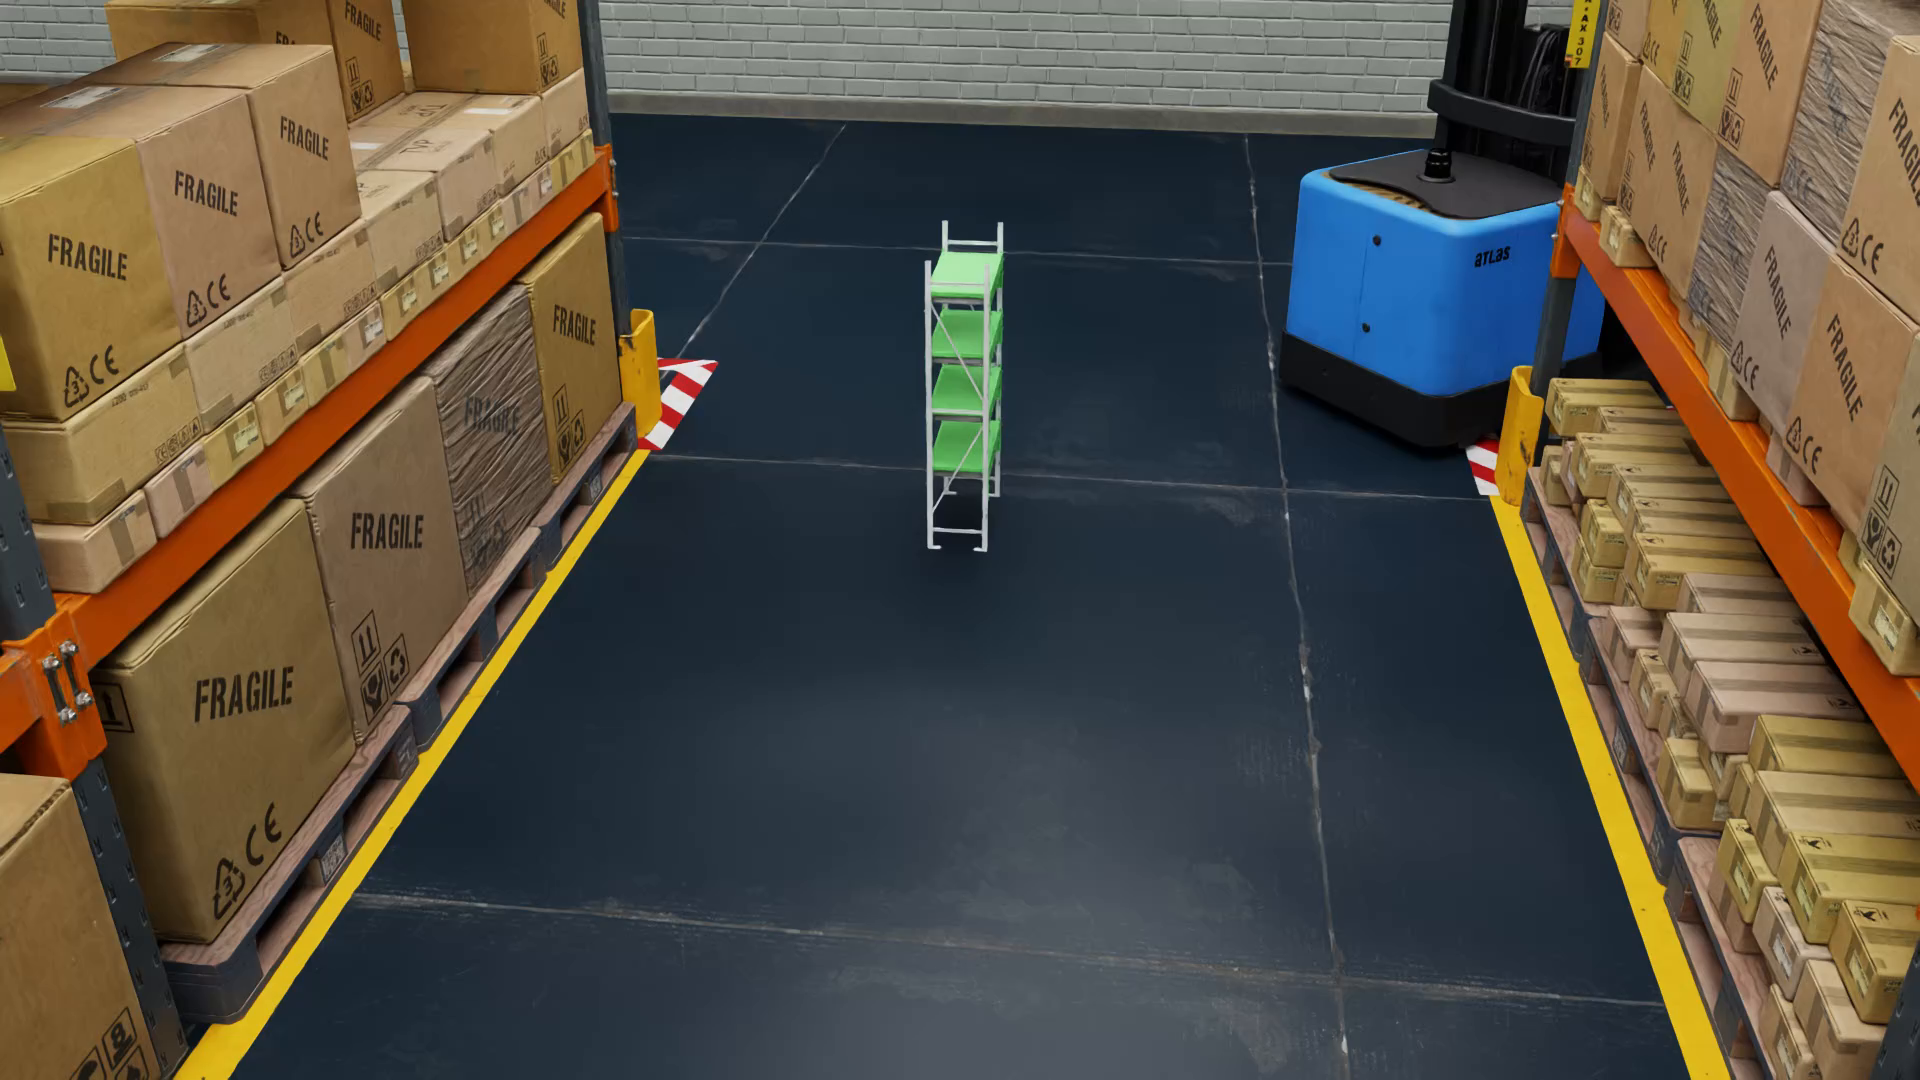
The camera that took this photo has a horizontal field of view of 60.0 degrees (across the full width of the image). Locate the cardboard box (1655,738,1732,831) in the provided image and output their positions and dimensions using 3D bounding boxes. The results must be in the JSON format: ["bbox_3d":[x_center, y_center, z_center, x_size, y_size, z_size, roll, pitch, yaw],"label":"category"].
[{"bbox_3d":[2.255,0.715,4.822,0.380,0.149,0.250,3,28,6],"label":"cardboard box"}]

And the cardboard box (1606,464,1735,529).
[{"bbox_3d":[2.487,-0.141,5.785,0.380,0.149,0.250,2,28,4],"label":"cardboard box"}]

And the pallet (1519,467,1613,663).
[{"bbox_3d":[2.765,0.098,6.346,1.003,0.211,1.213,3,28,6],"label":"pallet"}]

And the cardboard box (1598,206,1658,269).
[{"bbox_3d":[2.468,-1.056,5.813,0.380,0.149,0.250,3,28,5],"label":"cardboard box"}]

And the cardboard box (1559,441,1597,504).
[{"bbox_3d":[2.500,-0.249,6.300,0.380,0.149,0.250,3,28,6],"label":"cardboard box"}]

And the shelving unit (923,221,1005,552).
[{"bbox_3d":[0.020,-0.606,6.610,0.258,1.200,0.503,3,28,6],"label":"shelving unit"}]

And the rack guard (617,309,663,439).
[{"bbox_3d":[-1.998,-0.793,7.694,1.175,0.500,0.348,3,28,6],"label":"rack guard"}]

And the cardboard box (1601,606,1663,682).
[{"bbox_3d":[2.359,0.349,5.502,0.380,0.149,0.250,2,28,4],"label":"cardboard box"}]

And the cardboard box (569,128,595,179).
[{"bbox_3d":[-1.718,-1.584,6.793,0.380,0.149,0.250,4,29,7],"label":"cardboard box"}]

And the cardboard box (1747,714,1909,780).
[{"bbox_3d":[2.328,0.605,4.401,0.380,0.149,0.250,4,29,8],"label":"cardboard box"}]

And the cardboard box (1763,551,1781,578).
[{"bbox_3d":[2.930,0.024,5.793,0.380,0.149,0.250,3,28,6],"label":"cardboard box"}]

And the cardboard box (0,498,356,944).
[{"bbox_3d":[-2.331,0.446,4.558,0.875,0.875,0.875,3,28,6],"label":"cardboard box"}]

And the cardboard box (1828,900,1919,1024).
[{"bbox_3d":[2.204,0.963,3.736,0.380,0.149,0.250,4,29,8],"label":"cardboard box"}]

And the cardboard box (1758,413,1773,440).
[{"bbox_3d":[2.381,-0.317,4.440,0.380,0.149,0.250,3,28,5],"label":"cardboard box"}]

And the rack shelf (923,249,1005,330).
[{"bbox_3d":[0.020,-0.972,6.413,0.258,0.148,0.480,3,28,6],"label":"rack shelf"}]

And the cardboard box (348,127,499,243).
[{"bbox_3d":[-1.922,-1.225,5.705,0.500,0.250,0.500,2,28,4],"label":"cardboard box"}]

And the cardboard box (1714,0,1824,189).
[{"bbox_3d":[2.390,-1.244,4.423,0.500,0.500,0.500,2,28,5],"label":"cardboard box"}]

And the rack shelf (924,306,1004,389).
[{"bbox_3d":[0.020,-0.761,6.527,0.258,0.148,0.480,3,28,6],"label":"rack shelf"}]

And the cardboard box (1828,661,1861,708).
[{"bbox_3d":[2.857,0.513,5.198,0.380,0.149,0.250,4,29,8],"label":"cardboard box"}]

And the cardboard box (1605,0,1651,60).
[{"bbox_3d":[2.590,-1.965,5.762,0.500,0.500,0.500,3,28,6],"label":"cardboard box"}]

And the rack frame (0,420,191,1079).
[{"bbox_3d":[-2.492,0.001,3.585,1.000,3.000,0.127,3,28,6],"label":"rack frame"}]

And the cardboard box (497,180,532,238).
[{"bbox_3d":[-1.812,-1.226,6.128,0.380,0.149,0.250,4,29,7],"label":"cardboard box"}]

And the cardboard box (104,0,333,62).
[{"bbox_3d":[-2.447,-1.587,5.587,0.500,0.500,0.500,3,28,5],"label":"cardboard box"}]

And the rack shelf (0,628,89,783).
[{"bbox_3d":[-2.737,1.259,2.009,1.077,0.370,4.000,3,28,6],"label":"rack shelf"}]

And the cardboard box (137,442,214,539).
[{"bbox_3d":[-2.093,-0.132,4.097,0.380,0.149,0.250,2,28,5],"label":"cardboard box"}]

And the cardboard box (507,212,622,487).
[{"bbox_3d":[-2.000,-0.825,6.917,0.875,0.875,0.875,3,28,6],"label":"cardboard box"}]

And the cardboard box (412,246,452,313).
[{"bbox_3d":[-1.906,-0.865,5.458,0.380,0.149,0.250,4,29,7],"label":"cardboard box"}]

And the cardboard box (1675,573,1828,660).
[{"bbox_3d":[2.430,0.234,5.089,0.380,0.149,0.250,3,29,6],"label":"cardboard box"}]

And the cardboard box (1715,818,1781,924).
[{"bbox_3d":[2.178,0.854,4.251,0.380,0.149,0.250,2,28,4],"label":"cardboard box"}]

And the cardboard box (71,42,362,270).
[{"bbox_3d":[-2.052,-1.081,4.648,0.500,0.500,0.500,2,28,5],"label":"cardboard box"}]

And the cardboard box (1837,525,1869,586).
[{"bbox_3d":[2.237,0.050,3.760,0.380,0.149,0.250,4,29,8],"label":"cardboard box"}]

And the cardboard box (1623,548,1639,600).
[{"bbox_3d":[2.481,0.116,5.622,0.380,0.149,0.250,2,28,4],"label":"cardboard box"}]

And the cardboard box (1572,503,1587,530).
[{"bbox_3d":[2.576,-0.120,6.373,0.380,0.149,0.250,3,28,6],"label":"cardboard box"}]

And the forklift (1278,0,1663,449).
[{"bbox_3d":[3.066,-2.212,7.766,3.031,2.935,1.130,-17,33,-28],"label":"forklift"}]

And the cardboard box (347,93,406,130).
[{"bbox_3d":[-2.385,-1.491,6.200,0.500,0.250,0.500,3,28,6],"label":"cardboard box"}]

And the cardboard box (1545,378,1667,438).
[{"bbox_3d":[2.507,-0.511,6.471,0.380,0.149,0.250,2,28,4],"label":"cardboard box"}]

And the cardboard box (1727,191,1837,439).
[{"bbox_3d":[2.325,-0.561,4.209,0.500,0.500,0.500,3,28,6],"label":"cardboard box"}]

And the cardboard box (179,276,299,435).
[{"bbox_3d":[-2.108,-0.504,4.367,0.500,0.250,0.500,3,28,6],"label":"cardboard box"}]

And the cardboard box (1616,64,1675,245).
[{"bbox_3d":[2.539,-1.272,5.530,0.500,0.500,0.500,3,29,6],"label":"cardboard box"}]

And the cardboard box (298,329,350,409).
[{"bbox_3d":[-2.000,-0.500,4.781,0.380,0.149,0.250,3,28,5],"label":"cardboard box"}]

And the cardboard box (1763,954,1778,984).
[{"bbox_3d":[2.243,1.085,4.136,0.380,0.149,0.250,4,29,8],"label":"cardboard box"}]

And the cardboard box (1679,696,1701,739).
[{"bbox_3d":[2.371,0.496,4.917,0.380,0.149,0.250,2,28,4],"label":"cardboard box"}]

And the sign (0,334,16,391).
[{"bbox_3d":[-1.952,-0.447,3.280,0.100,0.325,0.005,3,28,6],"label":"sign"}]

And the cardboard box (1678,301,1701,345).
[{"bbox_3d":[2.456,-0.685,5.125,0.380,0.149,0.250,3,28,5],"label":"cardboard box"}]

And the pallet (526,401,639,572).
[{"bbox_3d":[-2.022,-0.273,7.035,1.003,0.211,1.213,3,28,6],"label":"pallet"}]
